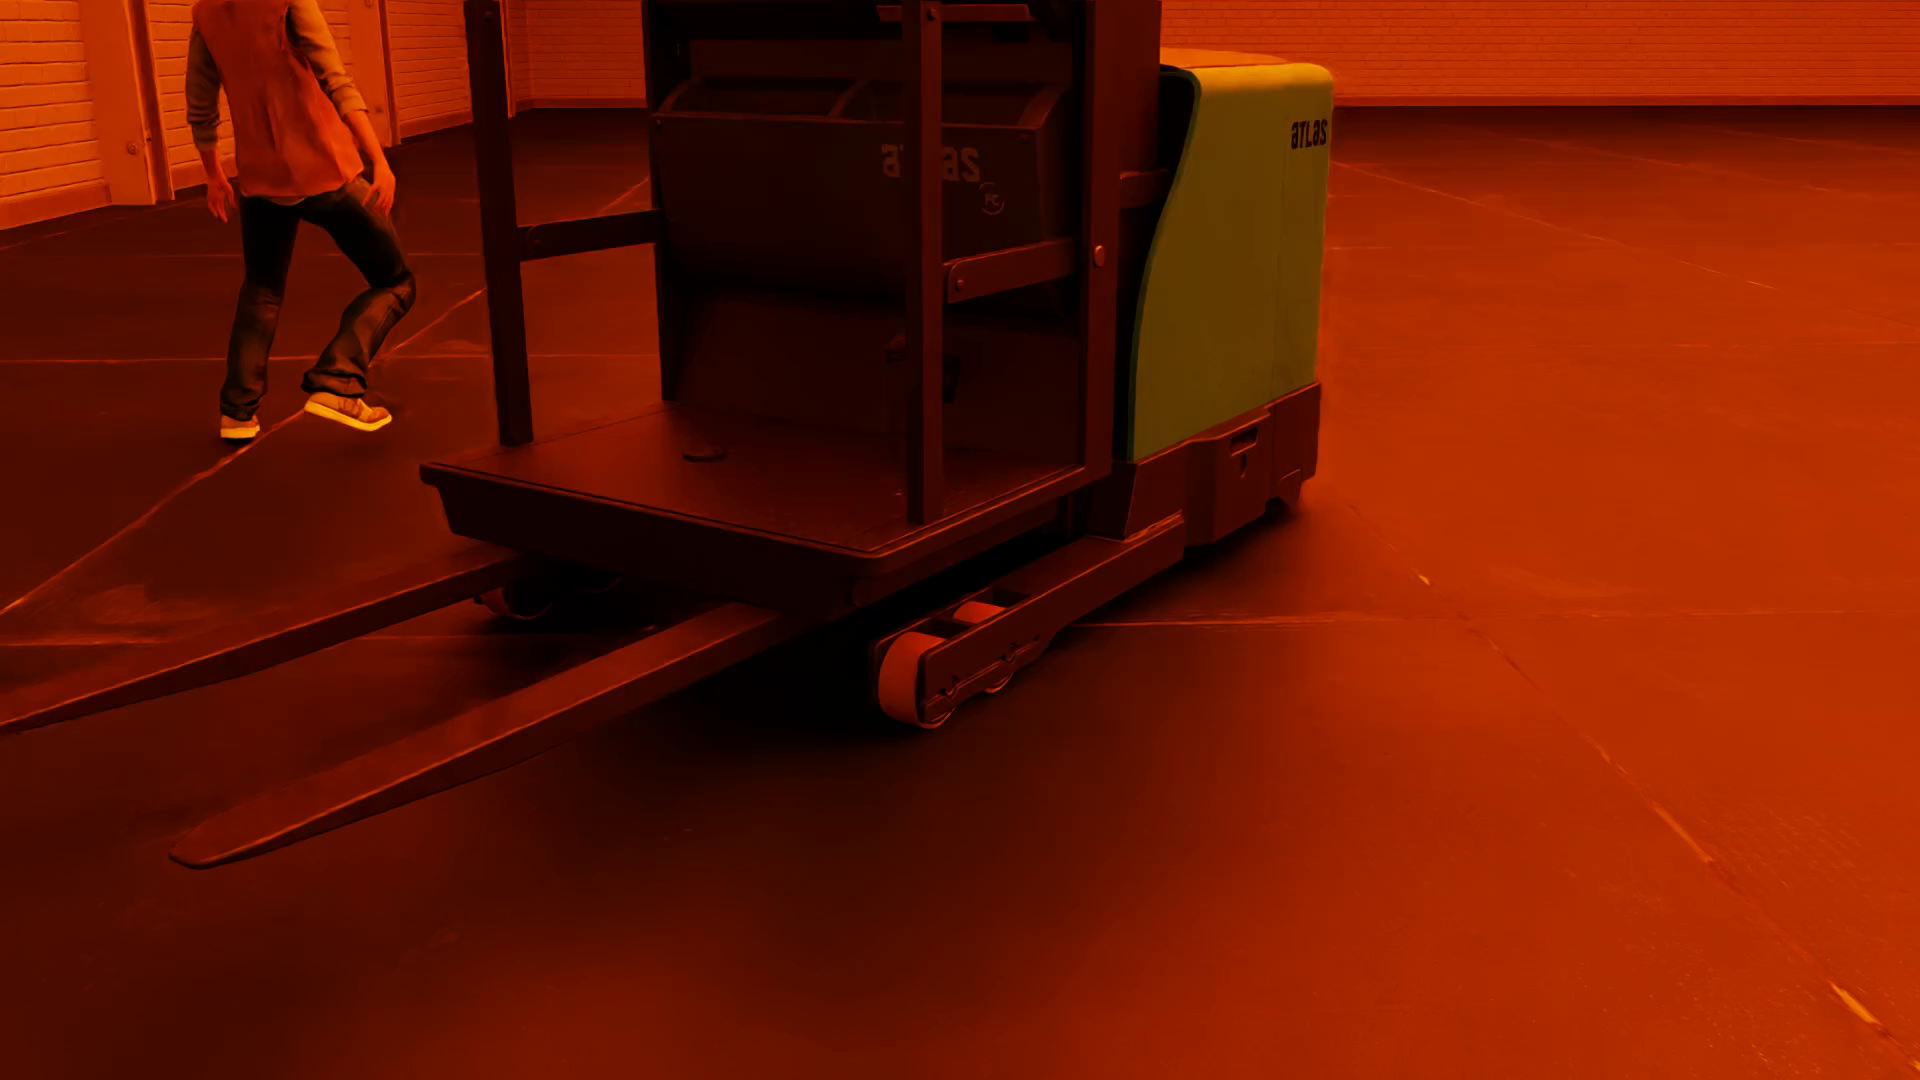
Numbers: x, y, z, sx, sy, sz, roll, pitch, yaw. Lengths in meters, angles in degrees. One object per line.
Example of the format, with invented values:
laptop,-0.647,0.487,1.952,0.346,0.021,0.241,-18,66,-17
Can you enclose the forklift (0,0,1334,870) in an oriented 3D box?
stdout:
forklift,-0.326,-1.234,2.941,1.130,2.935,3.031,11,20,32

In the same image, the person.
person,-1.865,-1.013,4.678,0.755,1.514,0.449,7,18,21
